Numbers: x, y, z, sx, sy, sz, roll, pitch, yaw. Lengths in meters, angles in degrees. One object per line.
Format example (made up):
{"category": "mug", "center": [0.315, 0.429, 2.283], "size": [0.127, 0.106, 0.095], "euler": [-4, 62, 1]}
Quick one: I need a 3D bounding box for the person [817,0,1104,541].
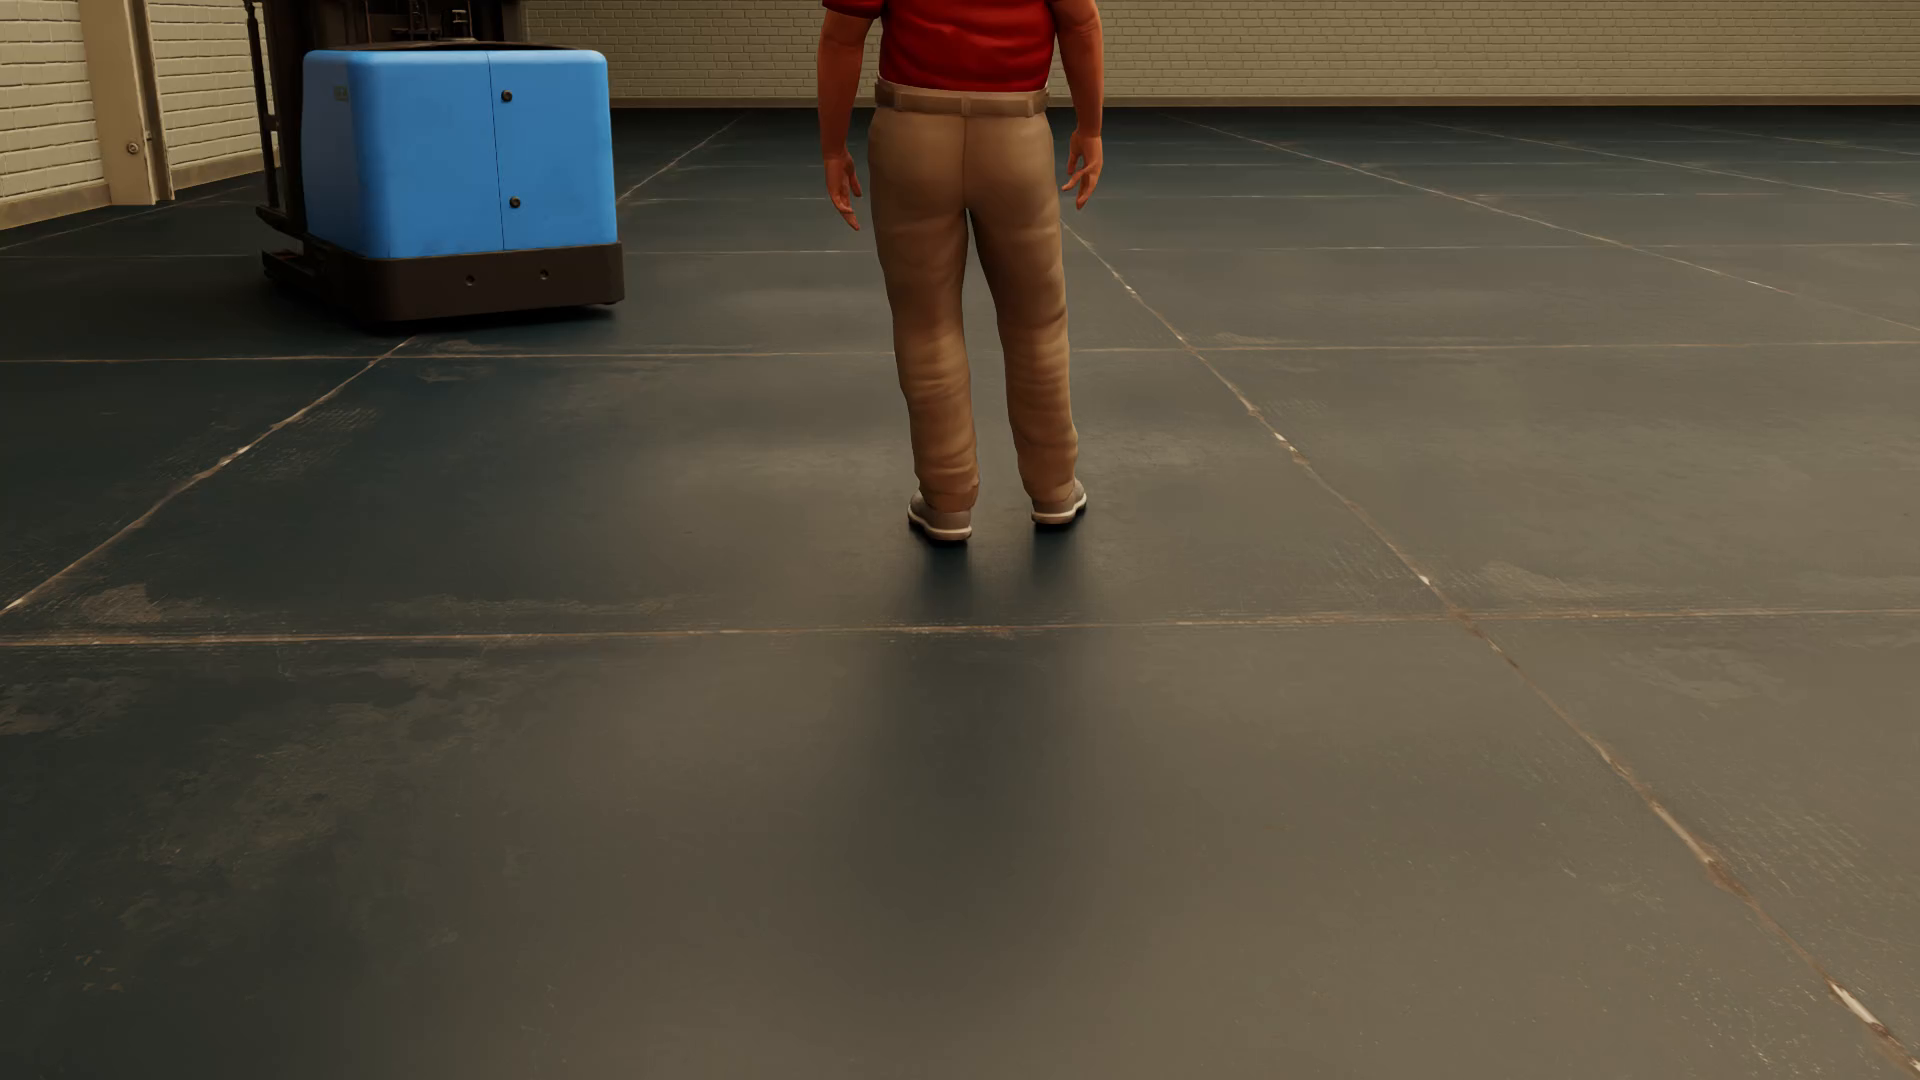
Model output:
{"category": "person", "center": [0.007, -0.861, 3.749], "size": [0.641, 1.728, 0.550], "euler": [-1, 17, -3]}

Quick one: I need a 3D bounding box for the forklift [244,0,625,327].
{"category": "forklift", "center": [-2.634, -2.620, 7.471], "size": [1.130, 2.935, 3.031], "euler": [-11, 20, -32]}
